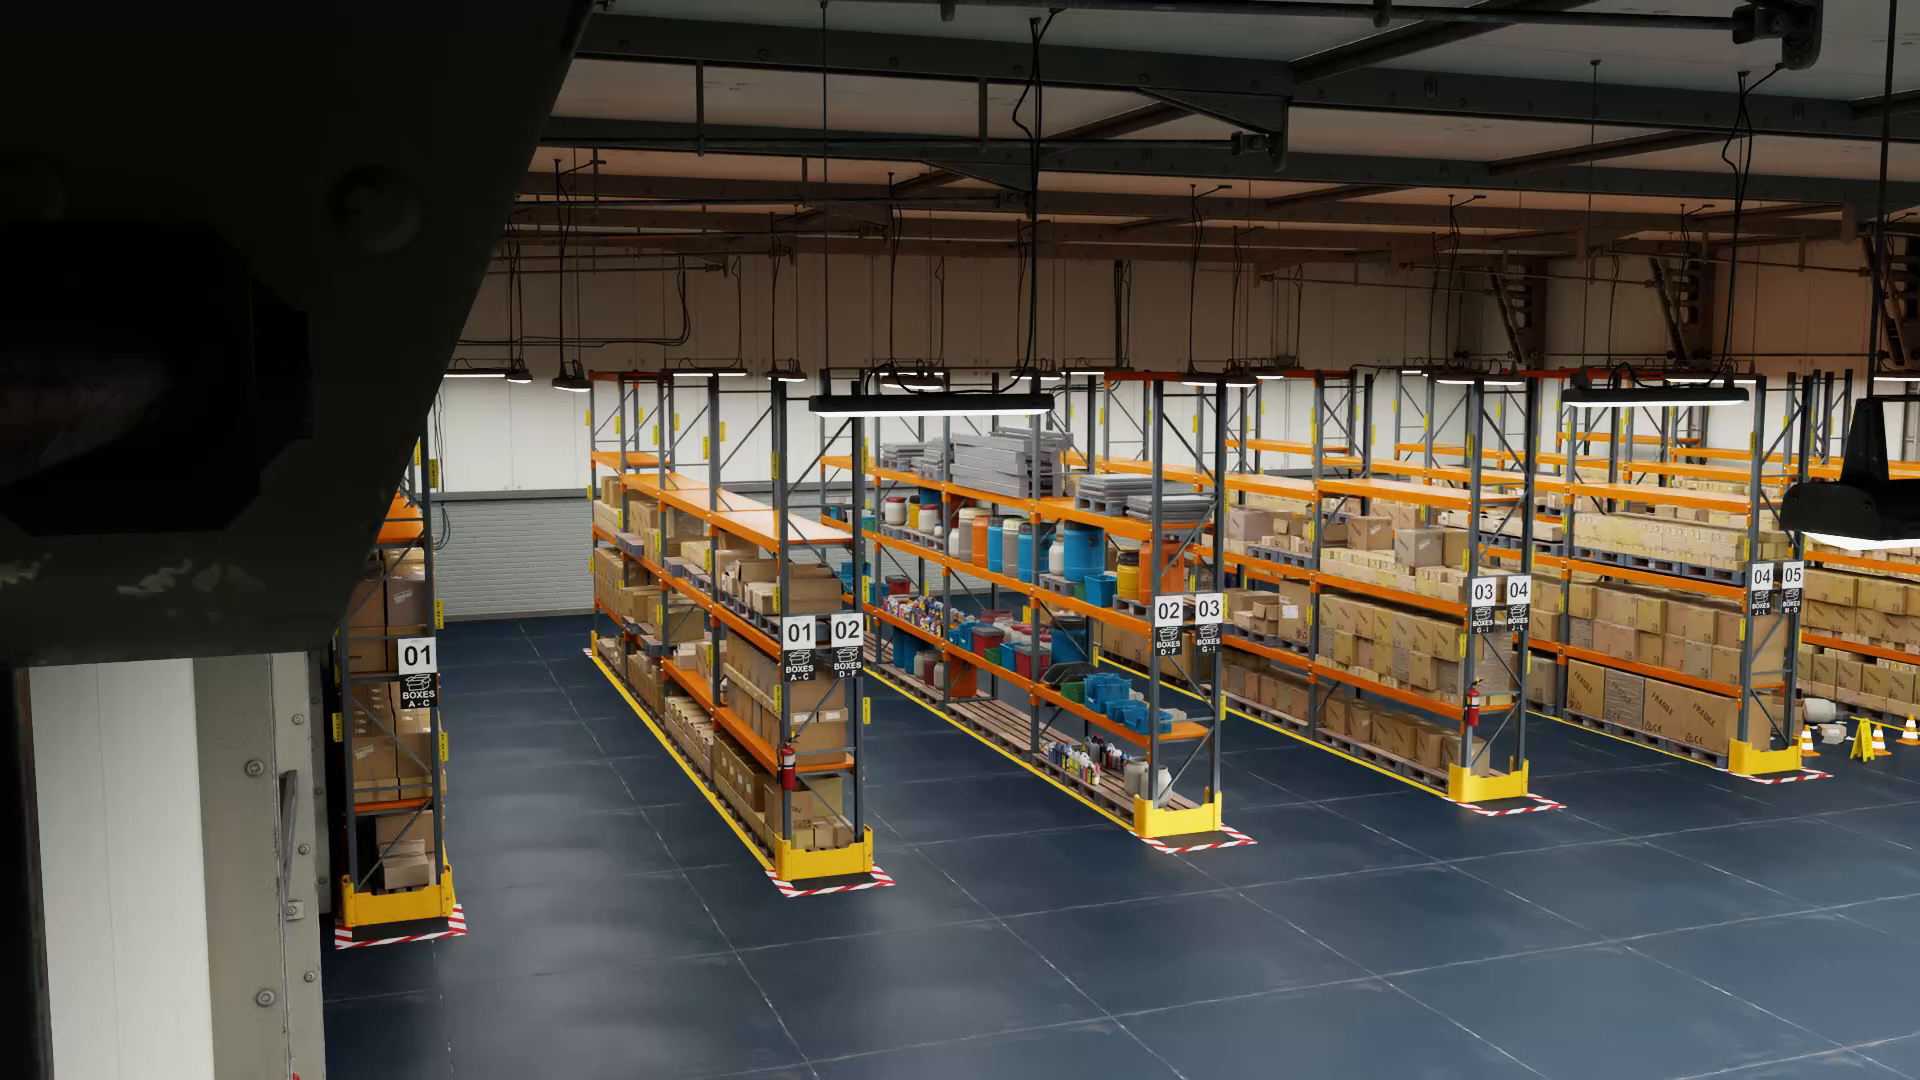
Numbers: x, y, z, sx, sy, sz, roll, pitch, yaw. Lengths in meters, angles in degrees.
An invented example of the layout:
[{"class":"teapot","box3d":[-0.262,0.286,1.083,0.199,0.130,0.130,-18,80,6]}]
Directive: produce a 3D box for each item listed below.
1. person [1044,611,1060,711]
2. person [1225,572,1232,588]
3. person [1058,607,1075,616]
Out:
[{"class":"person","box3d":[1.657,2.148,29.860,0.433,1.727,0.598,-6,9,-44]},{"class":"person","box3d":[6.500,0.893,41.497,0.947,1.579,0.637,0,6,-1]},{"class":"person","box3d":[2.033,1.930,32.572,0.502,1.528,0.865,-2,7,-14]}]
